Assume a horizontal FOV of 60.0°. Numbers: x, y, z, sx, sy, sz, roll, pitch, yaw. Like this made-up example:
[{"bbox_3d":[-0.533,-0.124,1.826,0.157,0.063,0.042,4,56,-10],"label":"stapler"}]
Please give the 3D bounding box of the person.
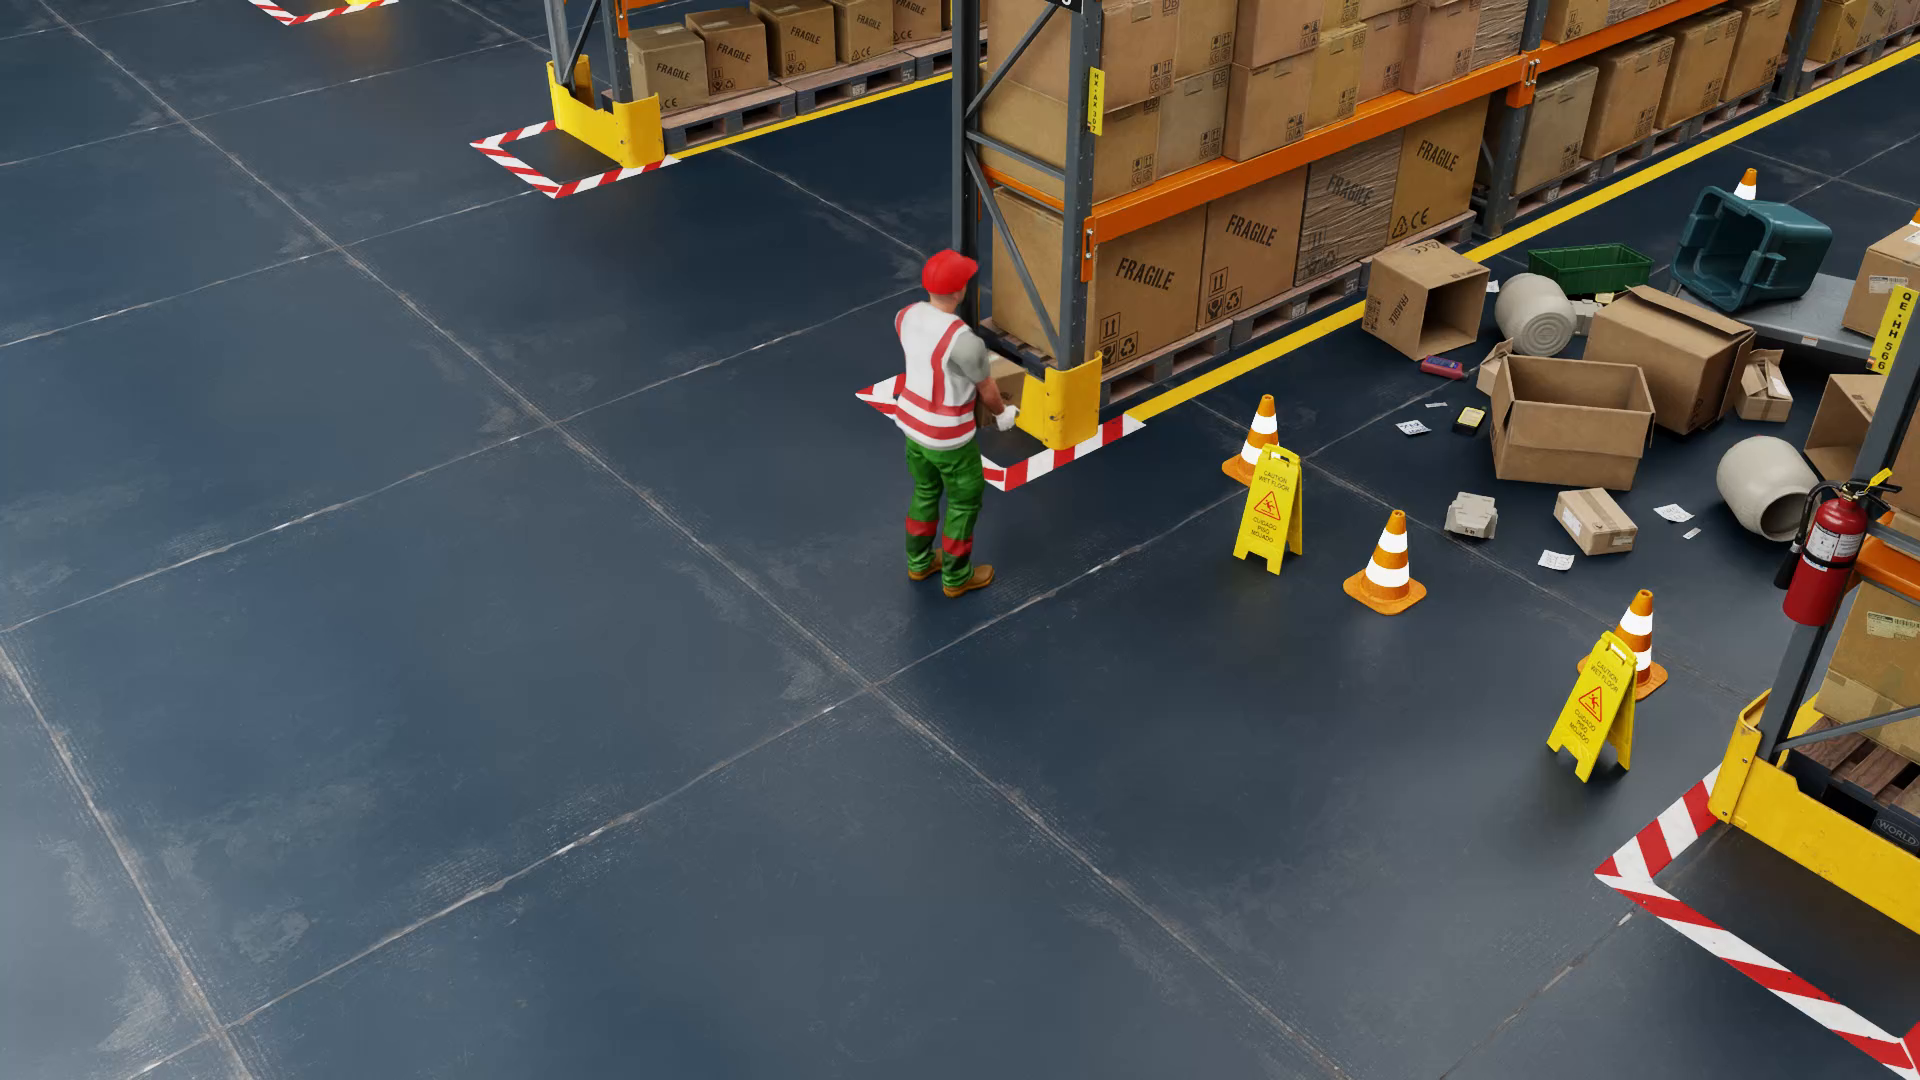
[{"bbox_3d":[-0.024,-0.560,7.846,0.564,1.781,0.495,-27,44,-32],"label":"person"}]
